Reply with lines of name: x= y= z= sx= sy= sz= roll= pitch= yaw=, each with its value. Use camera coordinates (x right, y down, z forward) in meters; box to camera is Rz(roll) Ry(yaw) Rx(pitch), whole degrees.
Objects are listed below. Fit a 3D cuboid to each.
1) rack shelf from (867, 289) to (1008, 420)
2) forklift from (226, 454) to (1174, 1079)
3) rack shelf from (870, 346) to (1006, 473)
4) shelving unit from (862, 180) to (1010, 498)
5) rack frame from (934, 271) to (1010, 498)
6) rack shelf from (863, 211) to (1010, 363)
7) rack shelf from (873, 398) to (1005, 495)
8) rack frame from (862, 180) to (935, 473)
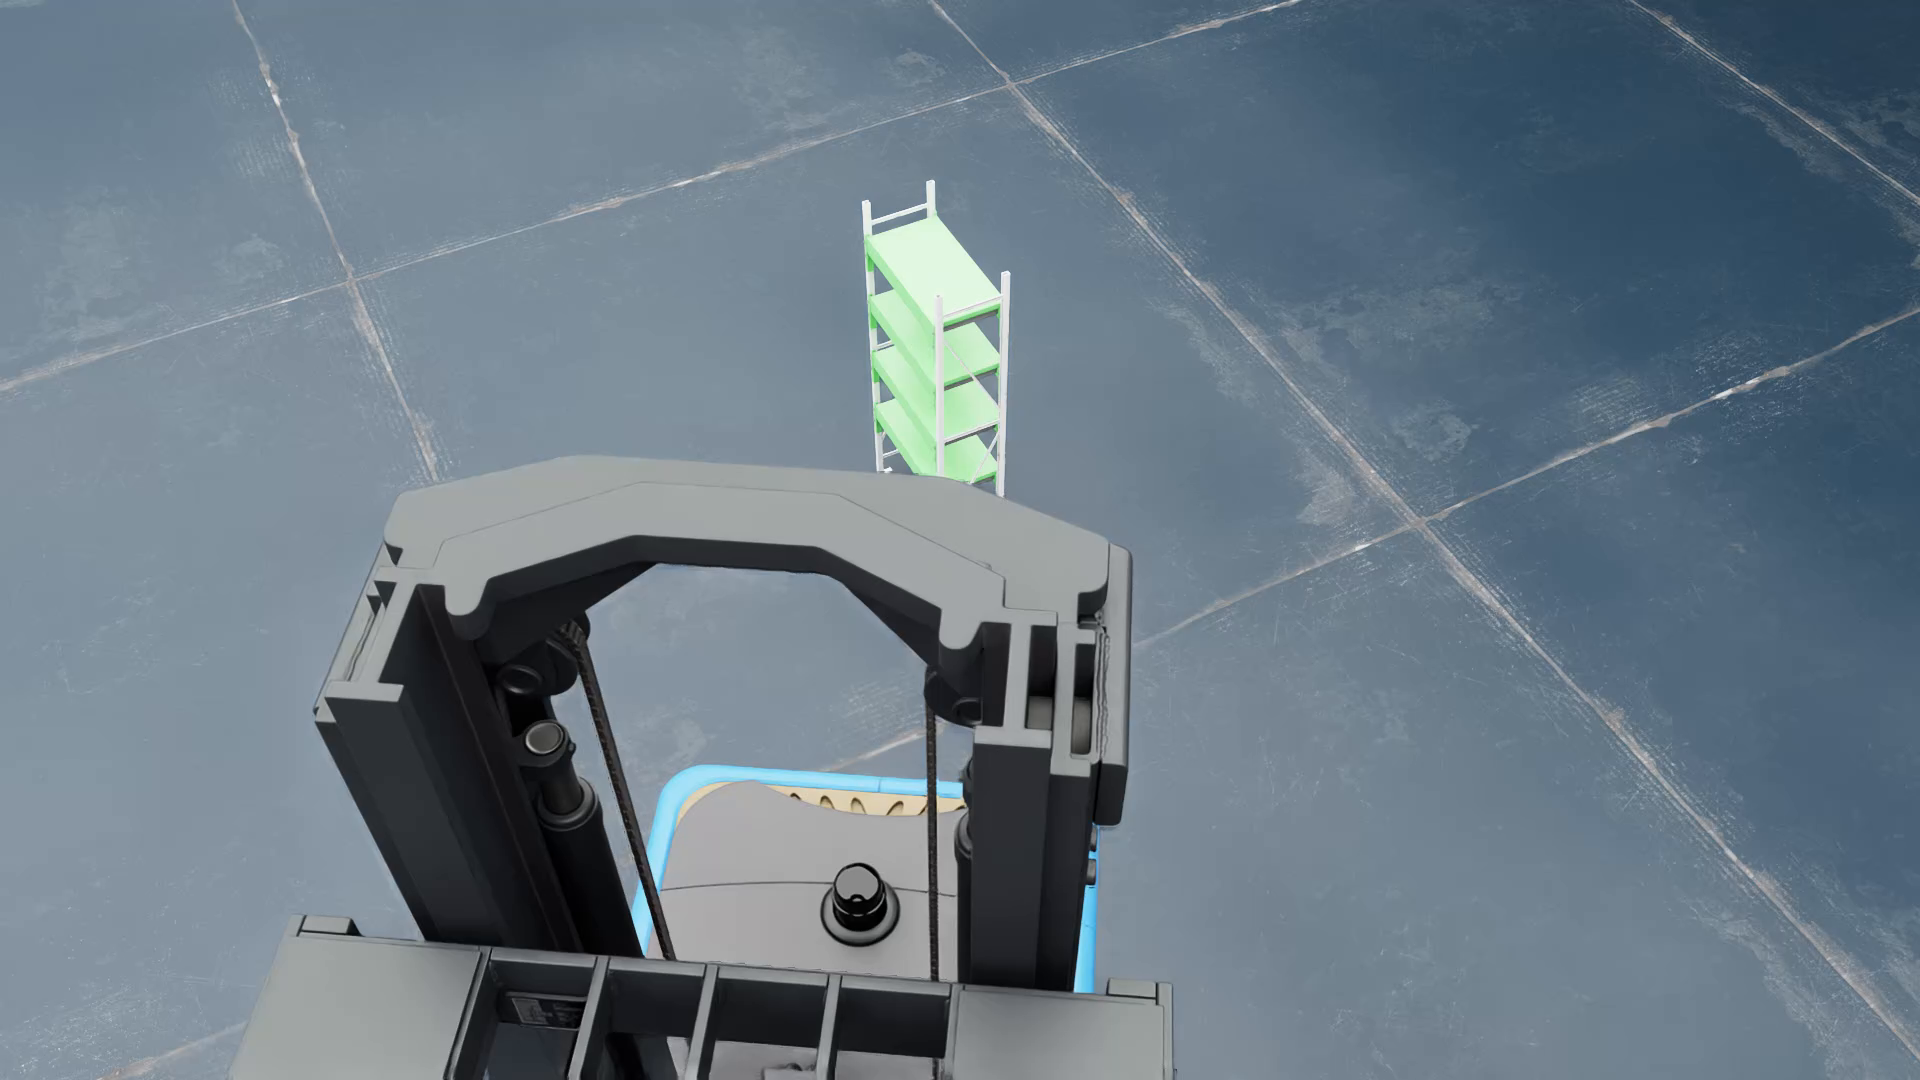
rack shelf: x=-0.076 y=-0.622 z=5.263 sx=0.258 sy=0.148 sz=0.480 roll=-21 pitch=52 yaw=-18
forklift: x=-0.310 y=1.399 z=2.579 sx=1.130 sy=2.935 sz=3.031 roll=4 pitch=49 yaw=3
rack shelf: x=-0.076 y=-0.464 z=5.443 sx=0.258 sy=0.148 sz=0.480 roll=-21 pitch=52 yaw=-18
shelving unit: x=-0.076 y=-0.506 z=5.395 sx=0.258 sy=1.200 sz=0.503 roll=-21 pitch=52 yaw=-18
rack frame: x=0.036 y=-0.342 z=5.252 sx=0.240 sy=1.200 sz=0.015 roll=-21 pitch=52 yaw=-18
rack shelf: x=-0.076 y=-0.780 z=5.082 sx=0.258 sy=0.148 sz=0.480 roll=-21 pitch=52 yaw=-18
rack shelf: x=-0.076 y=-0.306 z=5.624 sx=0.258 sy=0.148 sz=0.480 roll=-21 pitch=52 yaw=-18
rack frame: x=-0.187 y=-0.669 z=5.538 sx=0.240 sy=1.200 sz=0.015 roll=-21 pitch=52 yaw=-18
